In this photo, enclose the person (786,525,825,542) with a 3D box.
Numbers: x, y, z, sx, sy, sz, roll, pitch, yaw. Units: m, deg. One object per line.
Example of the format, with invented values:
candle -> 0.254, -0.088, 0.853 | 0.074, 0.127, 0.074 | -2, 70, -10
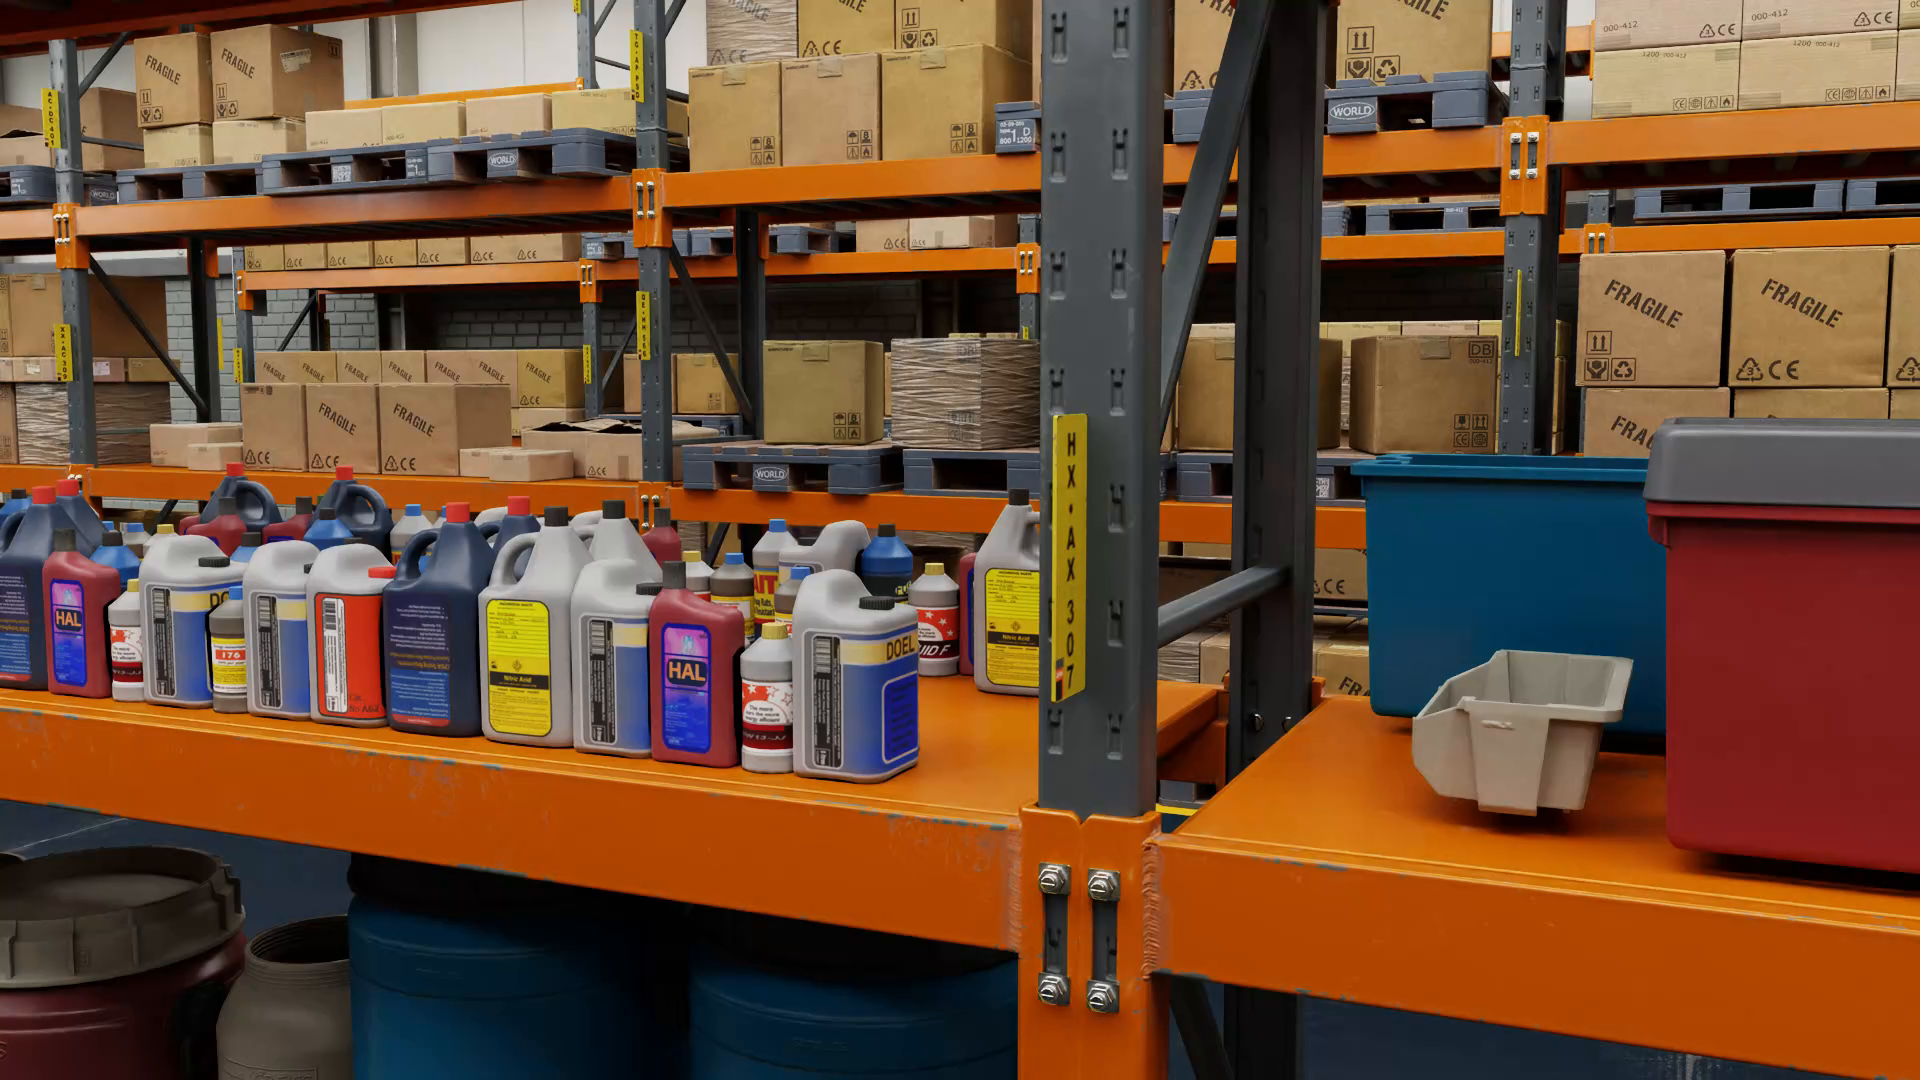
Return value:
person -> -0.856, 0.210, 10.539 | 0.537, 1.202, 0.736 | 2, 6, 23
